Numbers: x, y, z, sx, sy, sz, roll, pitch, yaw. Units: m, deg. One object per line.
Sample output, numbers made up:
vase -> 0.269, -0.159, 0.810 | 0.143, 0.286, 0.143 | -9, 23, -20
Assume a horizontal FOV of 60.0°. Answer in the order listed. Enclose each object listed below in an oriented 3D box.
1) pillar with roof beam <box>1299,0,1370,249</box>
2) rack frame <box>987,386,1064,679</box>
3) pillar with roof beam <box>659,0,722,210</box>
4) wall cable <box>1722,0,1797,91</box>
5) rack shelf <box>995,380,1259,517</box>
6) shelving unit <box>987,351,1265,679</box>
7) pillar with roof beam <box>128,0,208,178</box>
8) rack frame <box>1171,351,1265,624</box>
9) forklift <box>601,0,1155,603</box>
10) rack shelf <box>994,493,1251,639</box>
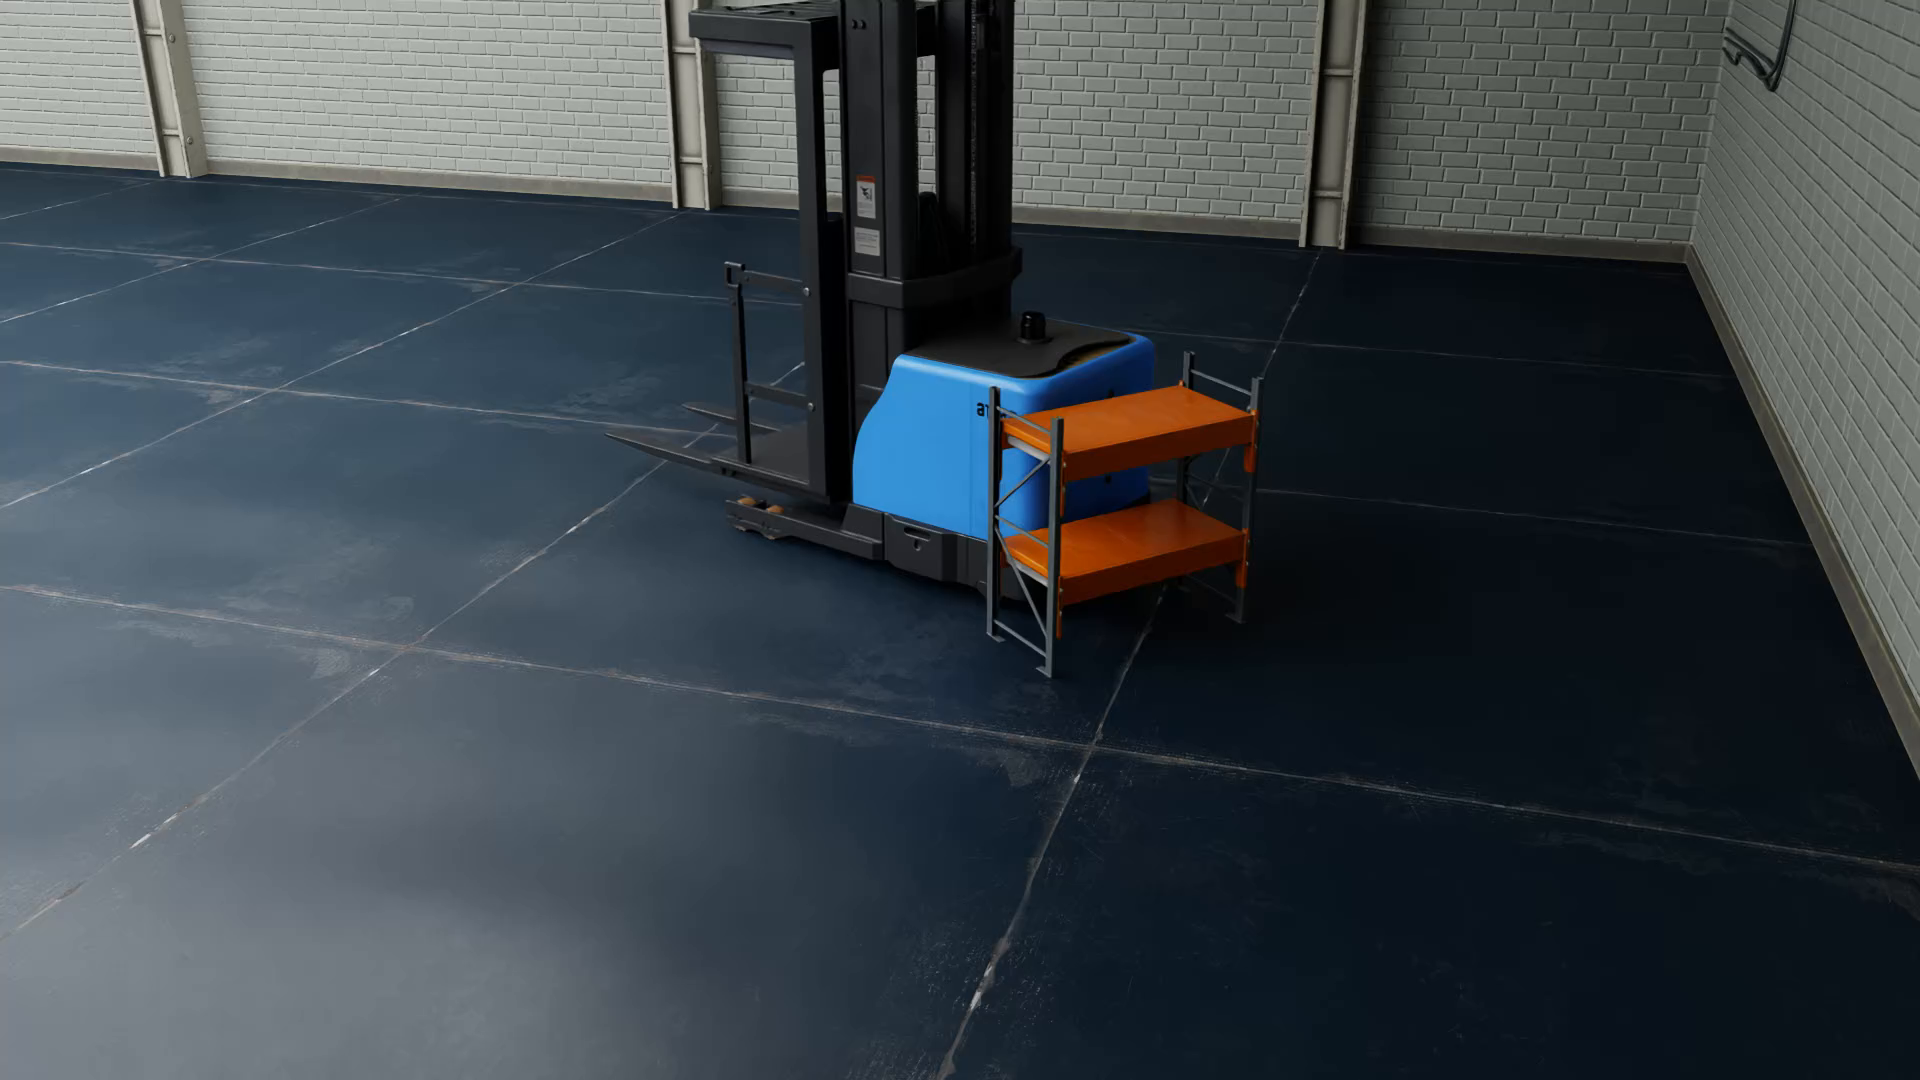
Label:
pillar with roof beam -> 1.949, -5.195, 9.078 | 0.400, 9.000, 9.100 | 7, 23, 16
rack frame -> 0.261, -0.031, 6.860 | 0.032, 1.125, 0.500 | -13, 26, -29
pillar with roof beam -> -3.795, -5.853, 10.682 | 0.400, 9.000, 9.100 | 7, 23, 16
wall cable -> 5.631, -4.519, 11.522 | 0.112, 2.526, 3.097 | 7, 23, 16
rack shelf -> 0.695, -0.402, 6.993 | 1.000, 0.278, 0.538 | -13, 26, -29
shelving unit -> 0.695, -0.131, 7.105 | 1.048, 1.125, 0.538 | -13, 26, -29
pillar with roof beam -> -9.539, -6.511, 12.285 | 0.400, 9.000, 9.100 | 7, 23, 16
rack frame -> 1.129, -0.232, 7.349 | 0.032, 1.125, 0.500 | -13, 26, -29
forklift -> -0.561, -1.501, 8.067 | 3.031, 2.935, 1.130 | 16, 27, 34
rack shelf -> 0.695, 0.095, 7.198 | 1.000, 0.278, 0.538 | -13, 26, -29
